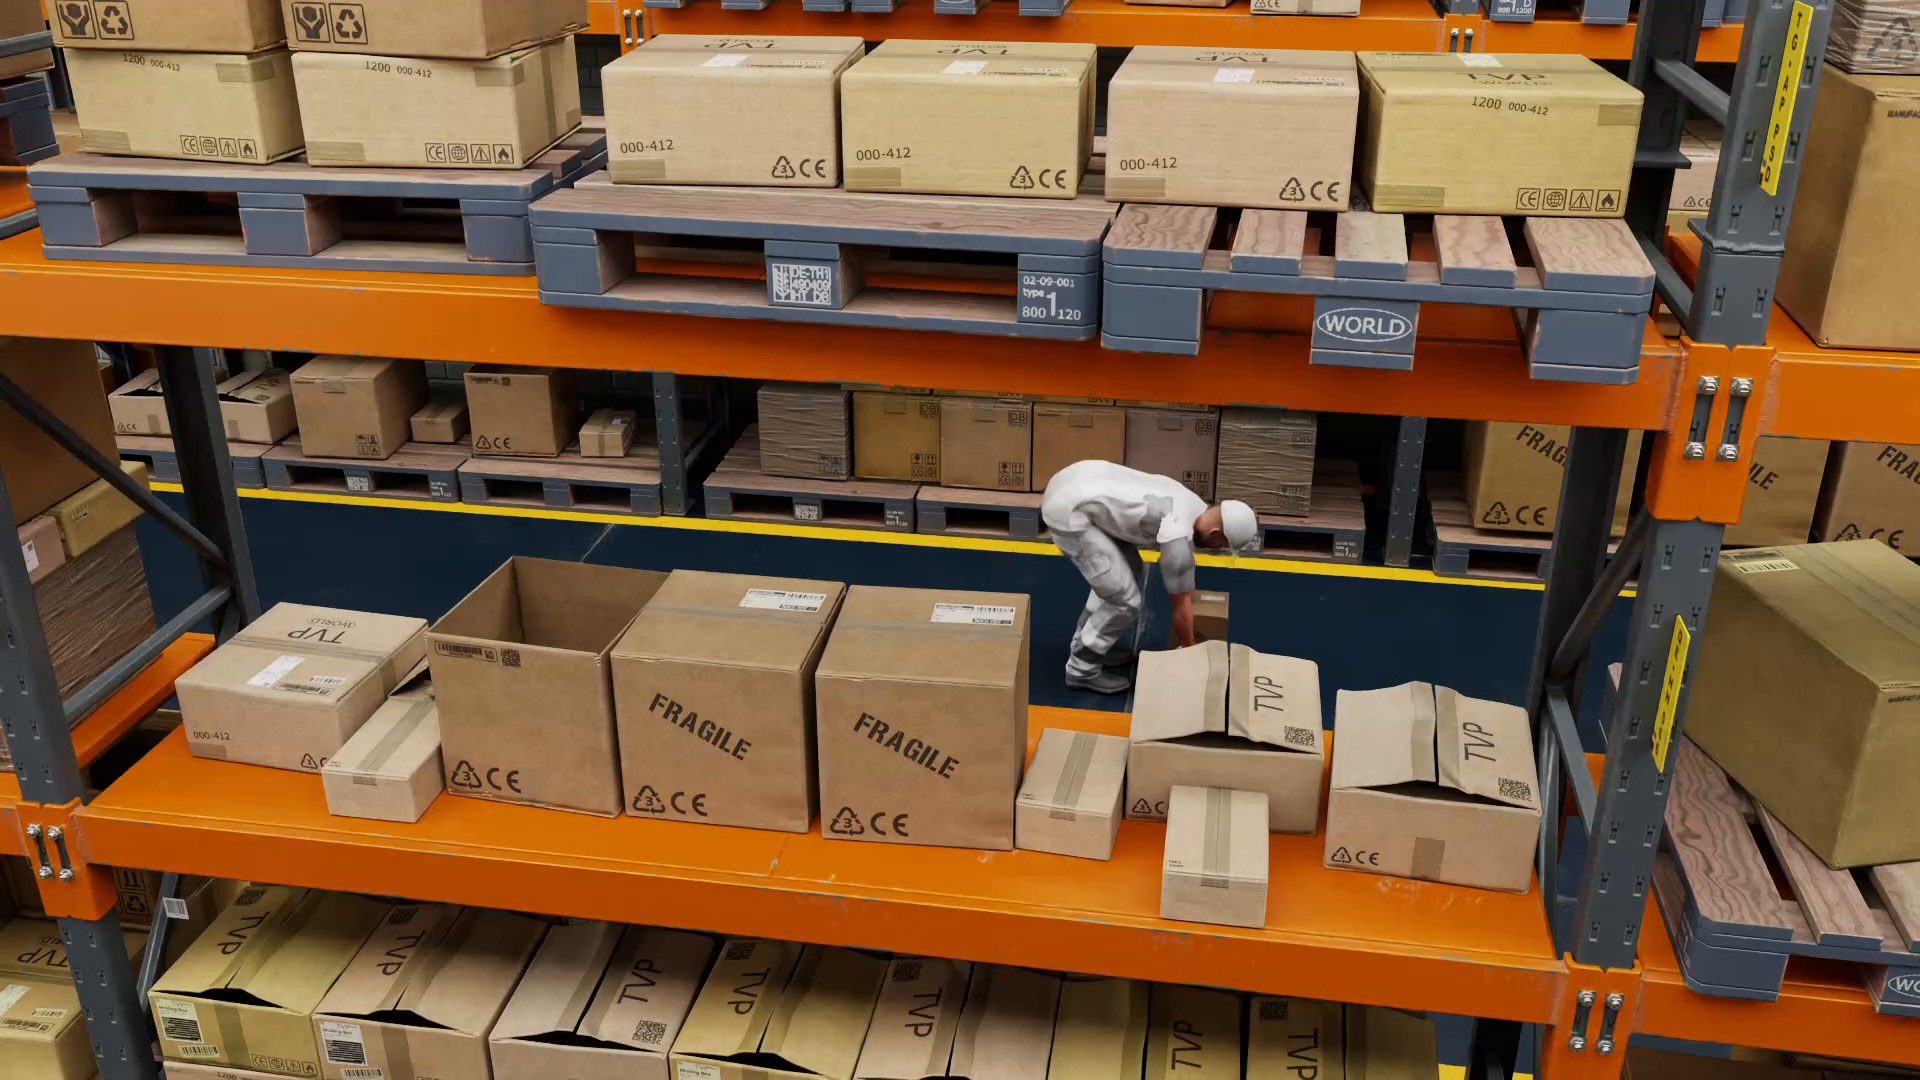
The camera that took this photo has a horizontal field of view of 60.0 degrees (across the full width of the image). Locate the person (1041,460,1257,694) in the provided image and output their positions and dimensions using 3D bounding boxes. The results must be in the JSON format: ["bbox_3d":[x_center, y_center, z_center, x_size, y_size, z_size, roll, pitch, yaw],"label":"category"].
[{"bbox_3d":[0.843,0.161,7.545,0.960,1.048,0.519,3,25,6],"label":"person"}]
